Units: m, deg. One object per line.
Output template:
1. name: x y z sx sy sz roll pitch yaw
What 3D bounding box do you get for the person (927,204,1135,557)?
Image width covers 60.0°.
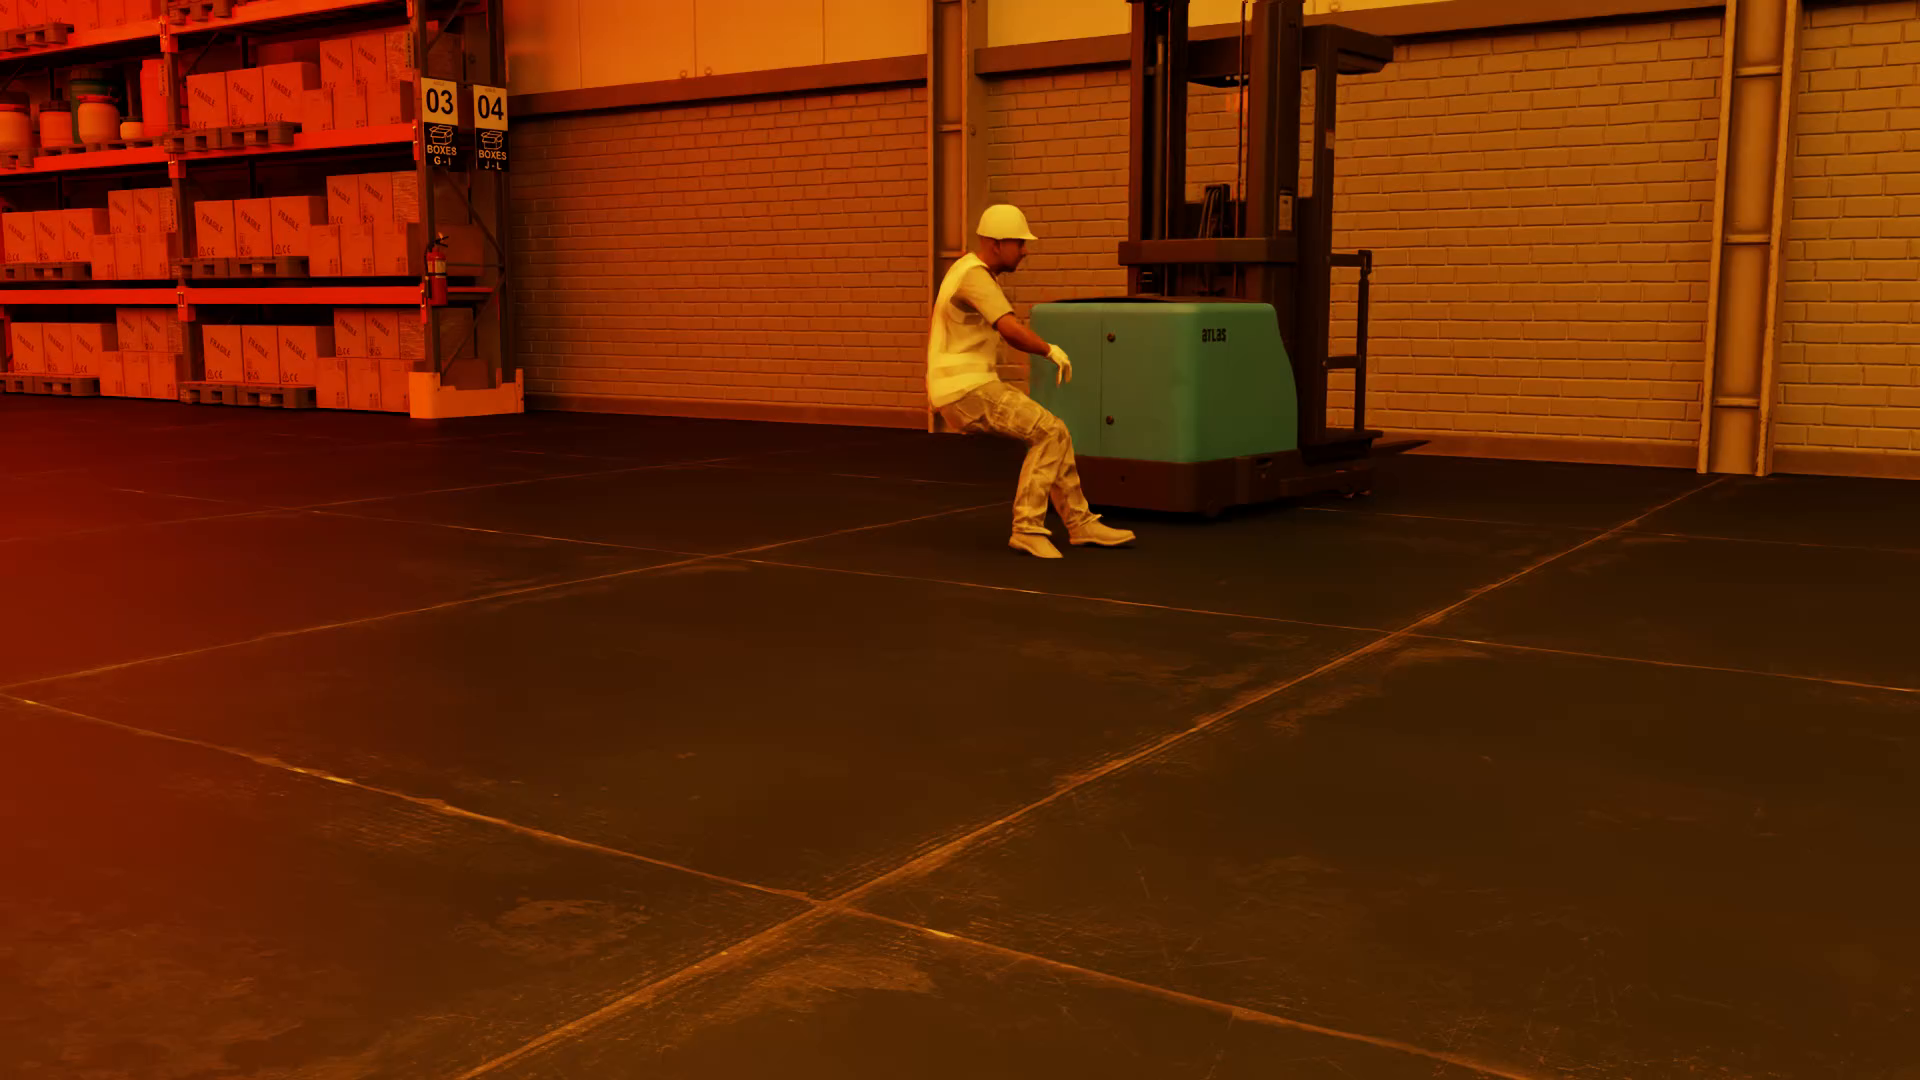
1. person: 0.312 -0.696 7.383 0.919 1.562 0.818 0 8 -3

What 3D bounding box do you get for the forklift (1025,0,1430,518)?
1. forklift: 1.683 -1.716 9.258 1.130 2.935 3.031 7 11 40
